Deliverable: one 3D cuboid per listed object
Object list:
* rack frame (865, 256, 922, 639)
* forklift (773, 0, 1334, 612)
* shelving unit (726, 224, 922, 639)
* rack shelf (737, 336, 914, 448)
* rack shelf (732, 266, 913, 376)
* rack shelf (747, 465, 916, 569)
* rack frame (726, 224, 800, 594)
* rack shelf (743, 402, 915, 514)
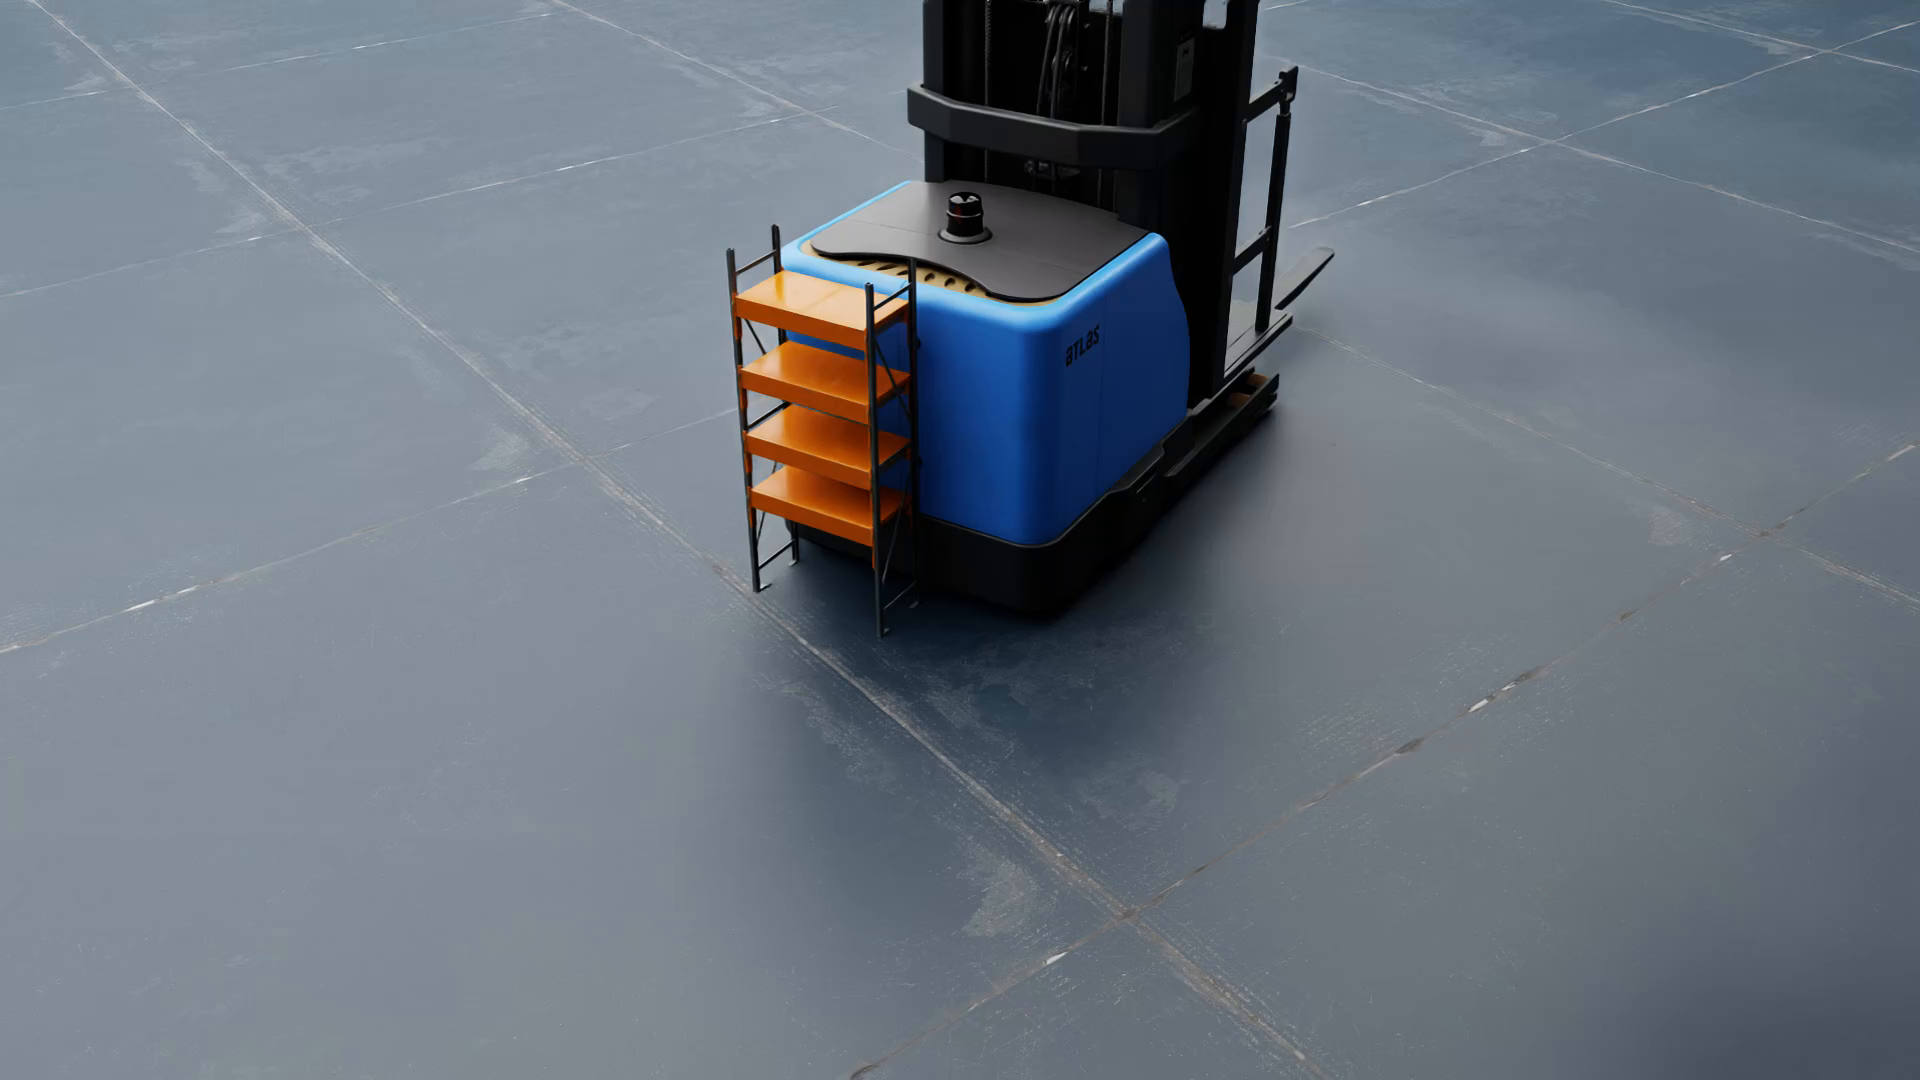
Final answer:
[{"bbox_3d":[-0.195,-0.254,5.021,0.015,1.200,0.240,18,36,26],"label":"rack frame"},{"bbox_3d":[0.596,-1.762,5.809,1.130,2.935,3.031,18,36,26],"label":"forklift"},{"bbox_3d":[-0.403,-0.321,5.128,0.503,1.200,0.258,18,36,26],"label":"shelving unit"},{"bbox_3d":[-0.404,-0.453,5.046,0.480,0.148,0.258,18,36,26],"label":"rack shelf"},{"bbox_3d":[-0.404,-0.654,4.920,0.480,0.148,0.258,18,36,26],"label":"rack shelf"},{"bbox_3d":[-0.403,-0.095,5.269,0.480,0.148,0.258,18,36,26],"label":"rack shelf"},{"bbox_3d":[-0.612,-0.388,5.236,0.015,1.200,0.240,18,36,26],"label":"rack frame"},{"bbox_3d":[-0.403,-0.264,5.164,0.480,0.148,0.258,18,36,26],"label":"rack shelf"}]
